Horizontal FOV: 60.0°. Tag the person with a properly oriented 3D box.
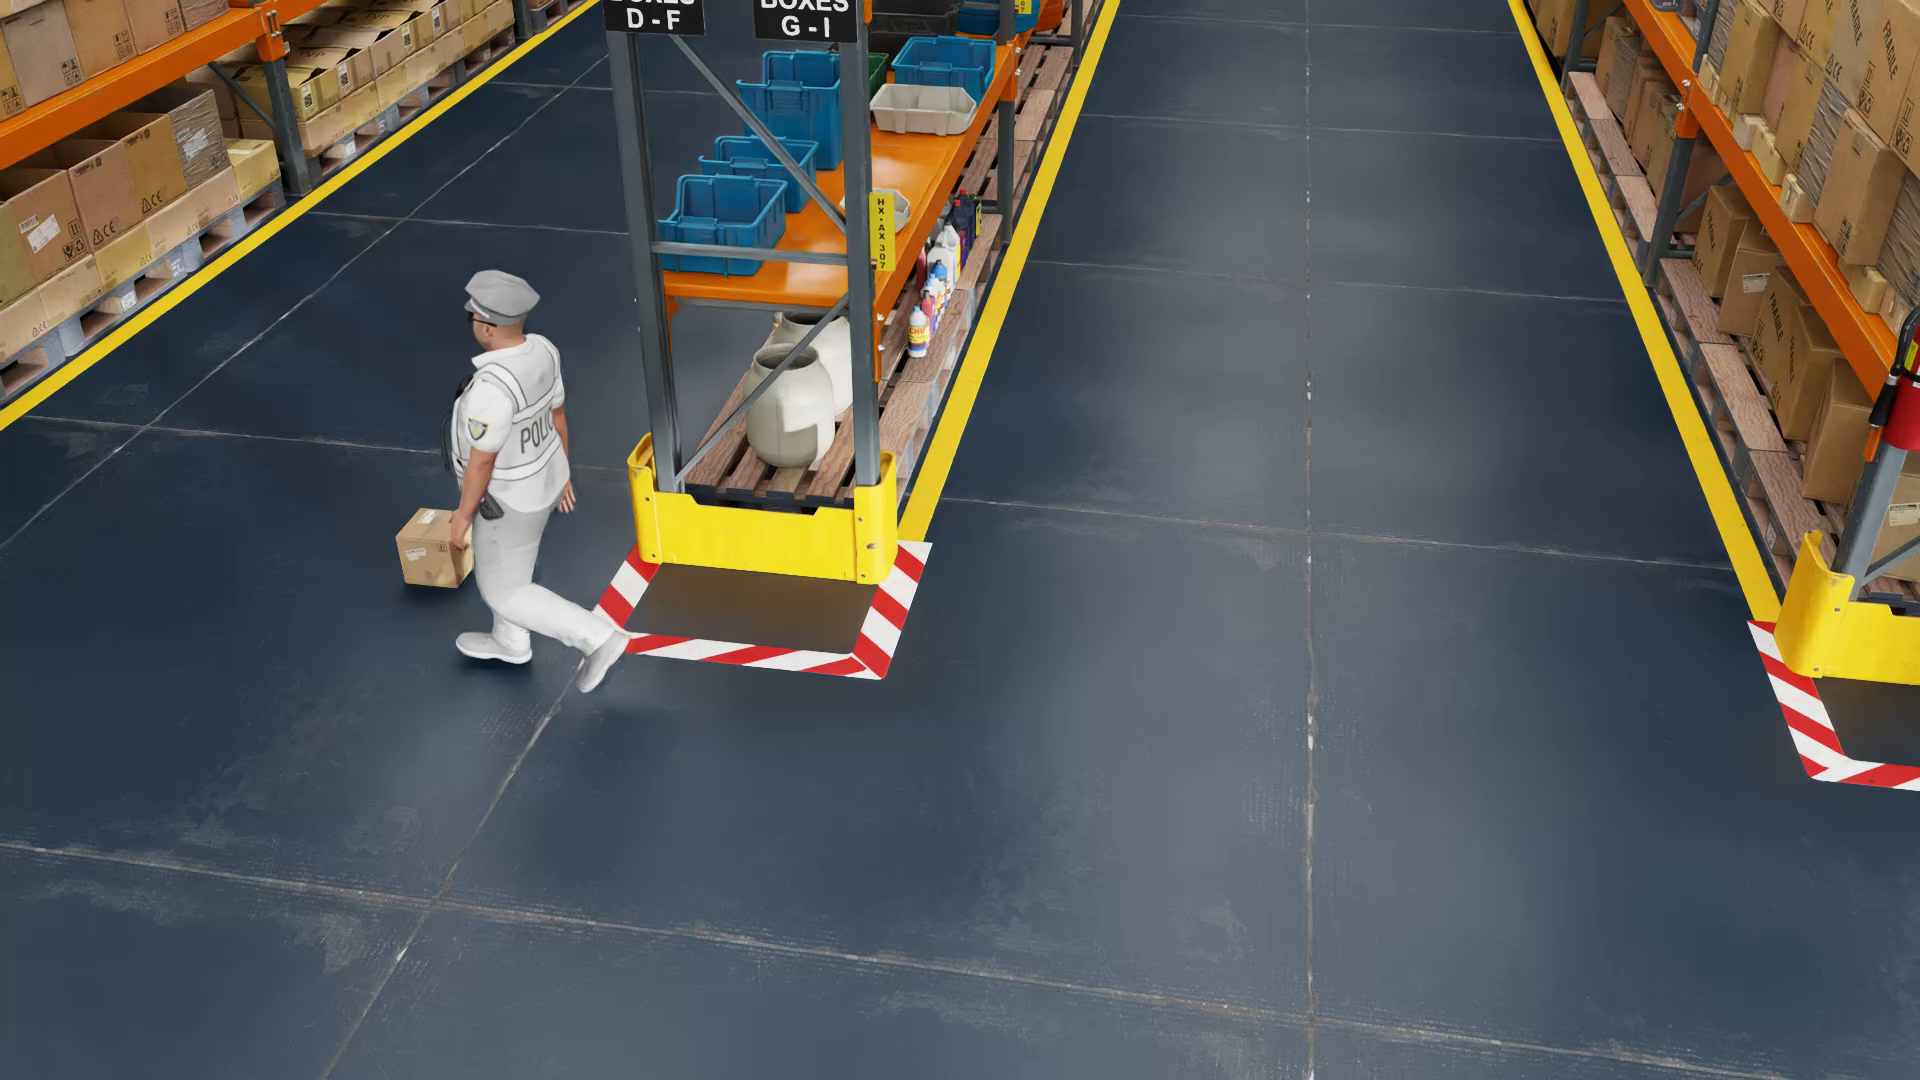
[{"bbox_3d":[-1.703,-0.207,6.419,0.842,1.738,0.532,5,33,8],"label":"person"}]
